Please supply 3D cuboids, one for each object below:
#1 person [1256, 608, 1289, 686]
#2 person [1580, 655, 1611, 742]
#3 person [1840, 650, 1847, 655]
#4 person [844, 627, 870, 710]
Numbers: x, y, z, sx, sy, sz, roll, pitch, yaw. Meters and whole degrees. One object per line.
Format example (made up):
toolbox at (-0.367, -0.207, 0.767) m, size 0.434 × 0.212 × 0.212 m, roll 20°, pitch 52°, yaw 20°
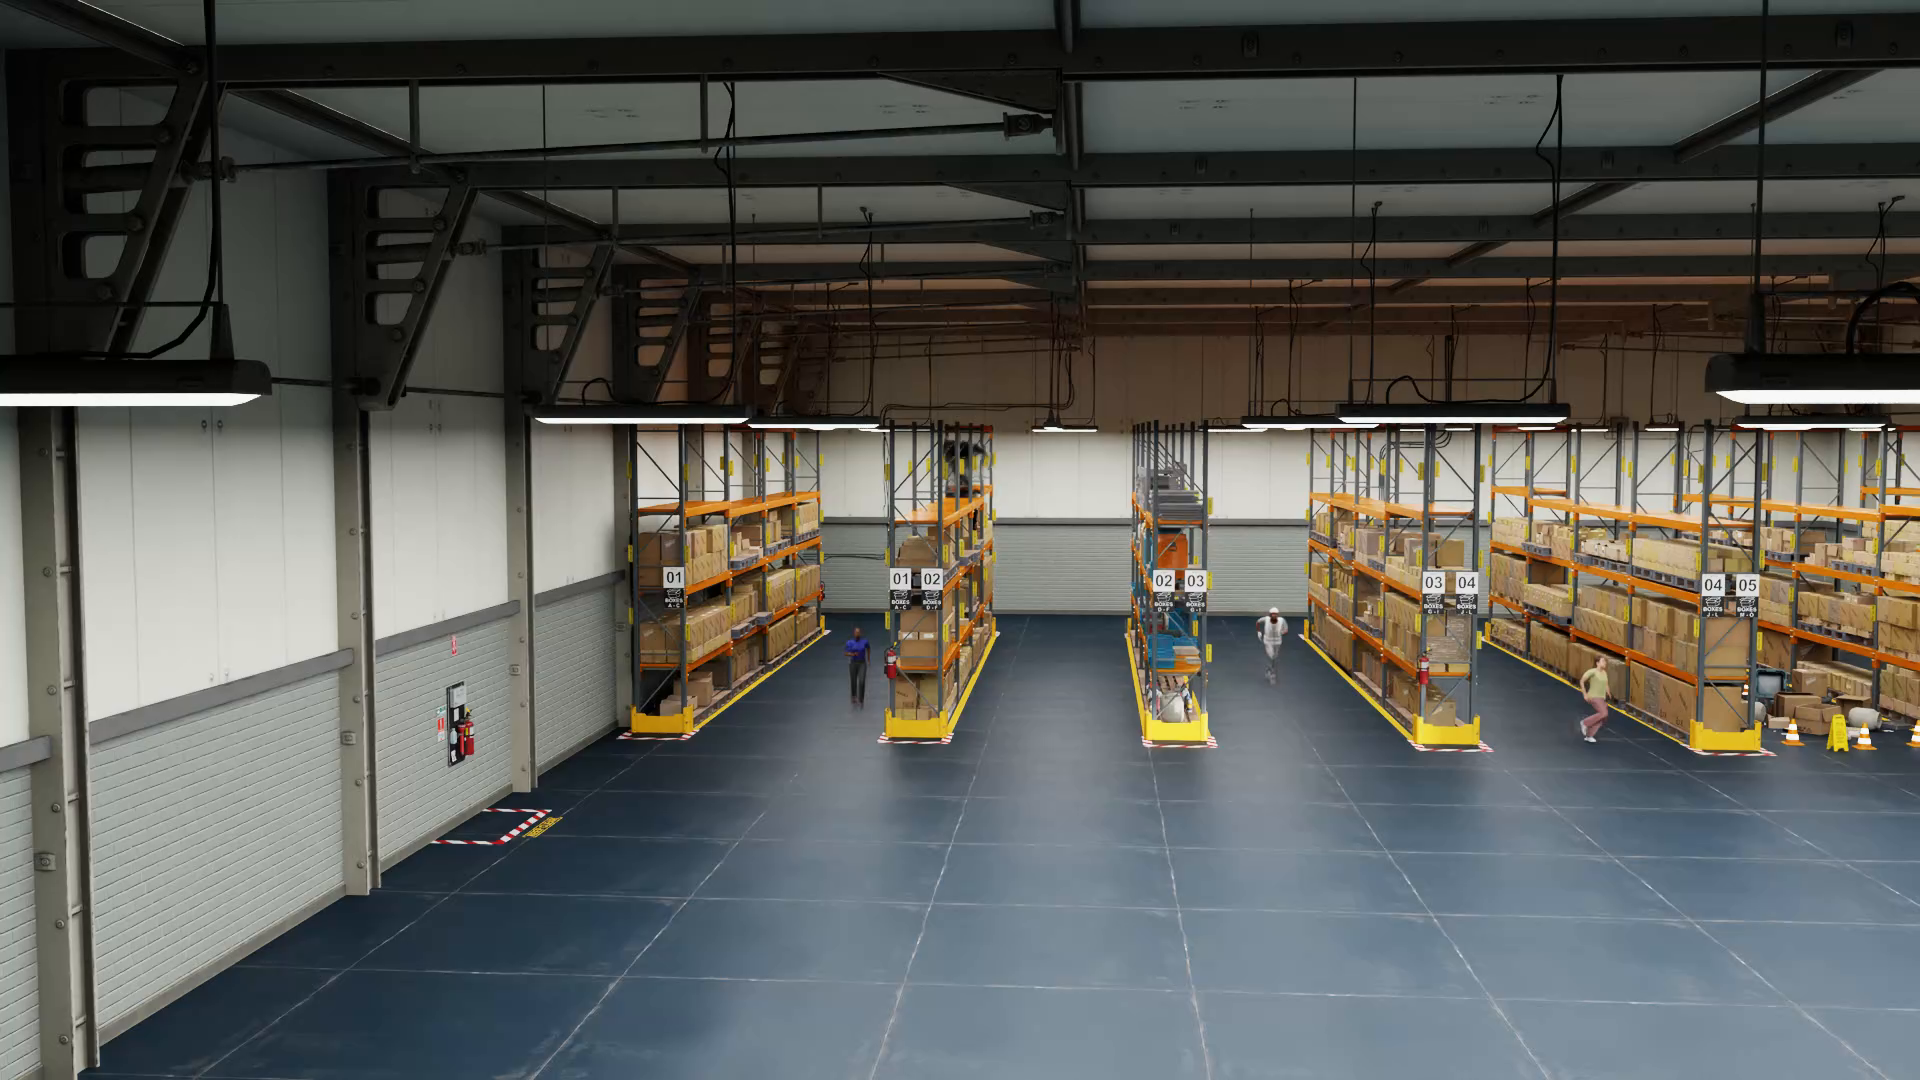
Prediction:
person at (7.202, 2.427, 38.406) m, size 0.675 × 1.791 × 0.983 m, roll 0°, pitch 4°, yaw -7°
person at (11.945, 2.957, 31.023) m, size 0.613 × 1.596 × 0.508 m, roll -2°, pitch 4°, yaw -30°
person at (22.270, 2.192, 42.357) m, size 0.671 × 1.772 × 0.798 m, roll -1°, pitch 4°, yaw -12°
person at (-2.154, 2.664, 34.939) m, size 0.558 × 1.681 × 0.901 m, roll 0°, pitch 4°, yaw -7°
